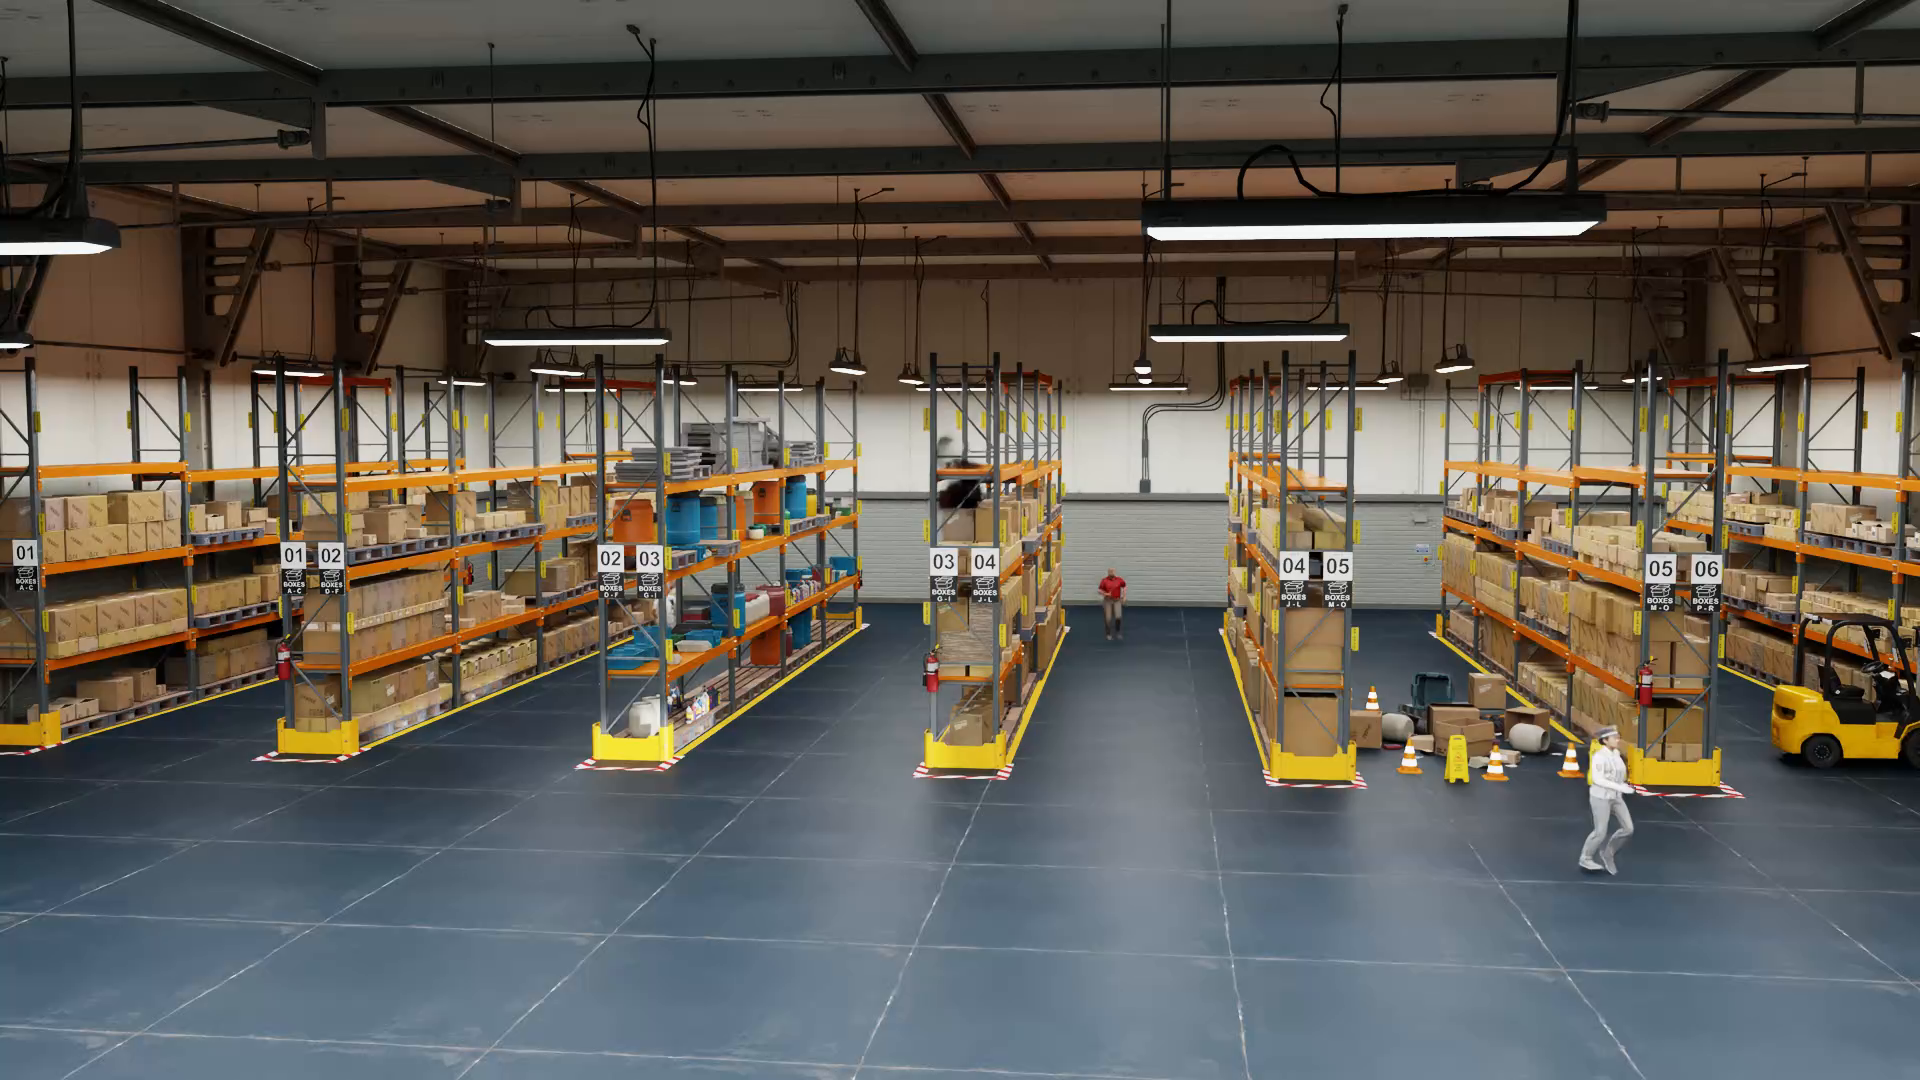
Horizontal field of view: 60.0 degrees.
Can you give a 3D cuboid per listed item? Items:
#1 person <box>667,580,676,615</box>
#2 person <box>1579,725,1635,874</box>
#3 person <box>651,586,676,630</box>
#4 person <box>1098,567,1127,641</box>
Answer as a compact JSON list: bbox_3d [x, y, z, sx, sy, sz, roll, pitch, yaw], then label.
[{"bbox_3d":[-6.248,1.619,35.708,0.576,1.653,0.969,0,4,-1],"label":"person"},{"bbox_3d":[7.183,2.873,18.352,0.643,1.708,0.660,-3,5,-36],"label":"person"},{"bbox_3d":[-6.103,1.751,34.546,0.607,1.667,0.841,0,4,-5],"label":"person"},{"bbox_3d":[3.509,1.461,38.077,0.675,1.698,0.664,0,4,0],"label":"person"}]
